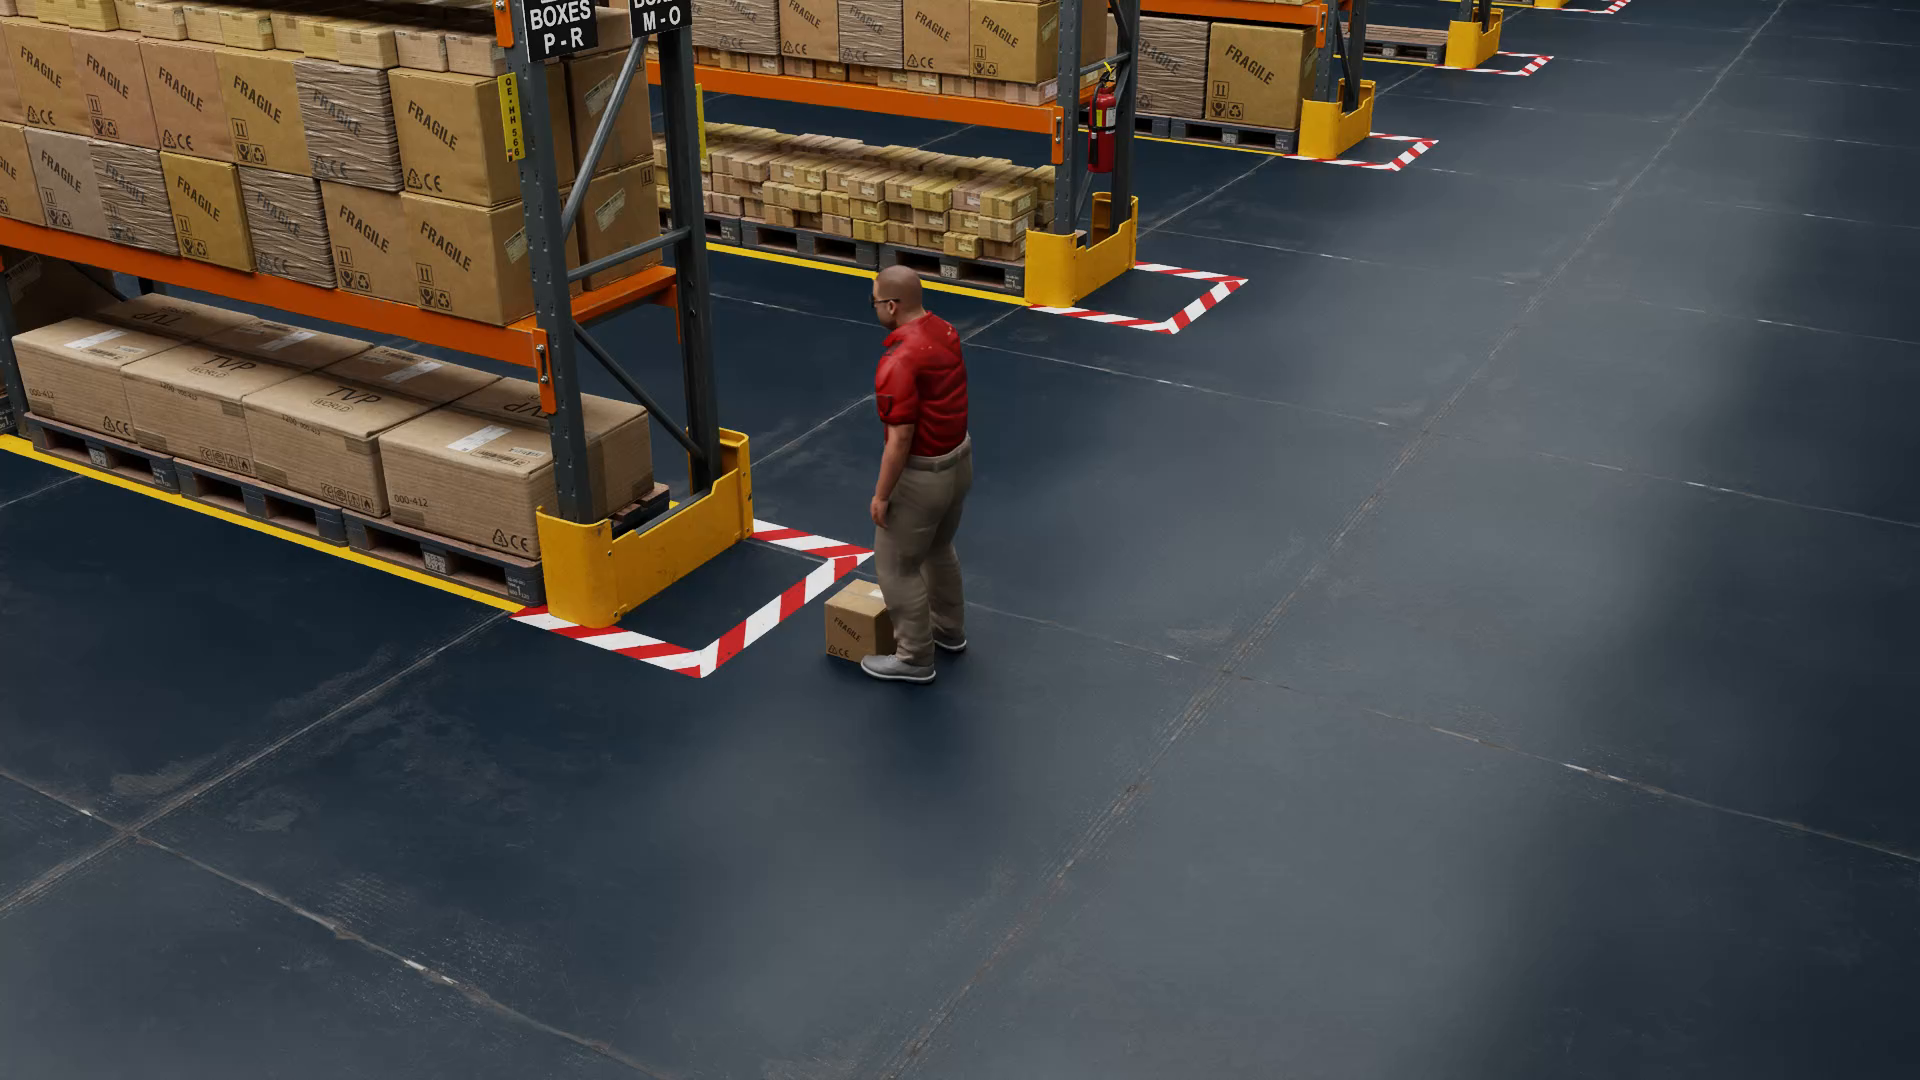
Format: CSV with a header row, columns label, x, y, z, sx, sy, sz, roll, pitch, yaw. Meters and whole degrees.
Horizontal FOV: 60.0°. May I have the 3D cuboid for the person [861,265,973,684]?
label,x,y,z,sx,sy,sz,roll,pitch,yaw
person,-0.172,-0.258,6.650,0.390,1.726,0.588,13,29,24
